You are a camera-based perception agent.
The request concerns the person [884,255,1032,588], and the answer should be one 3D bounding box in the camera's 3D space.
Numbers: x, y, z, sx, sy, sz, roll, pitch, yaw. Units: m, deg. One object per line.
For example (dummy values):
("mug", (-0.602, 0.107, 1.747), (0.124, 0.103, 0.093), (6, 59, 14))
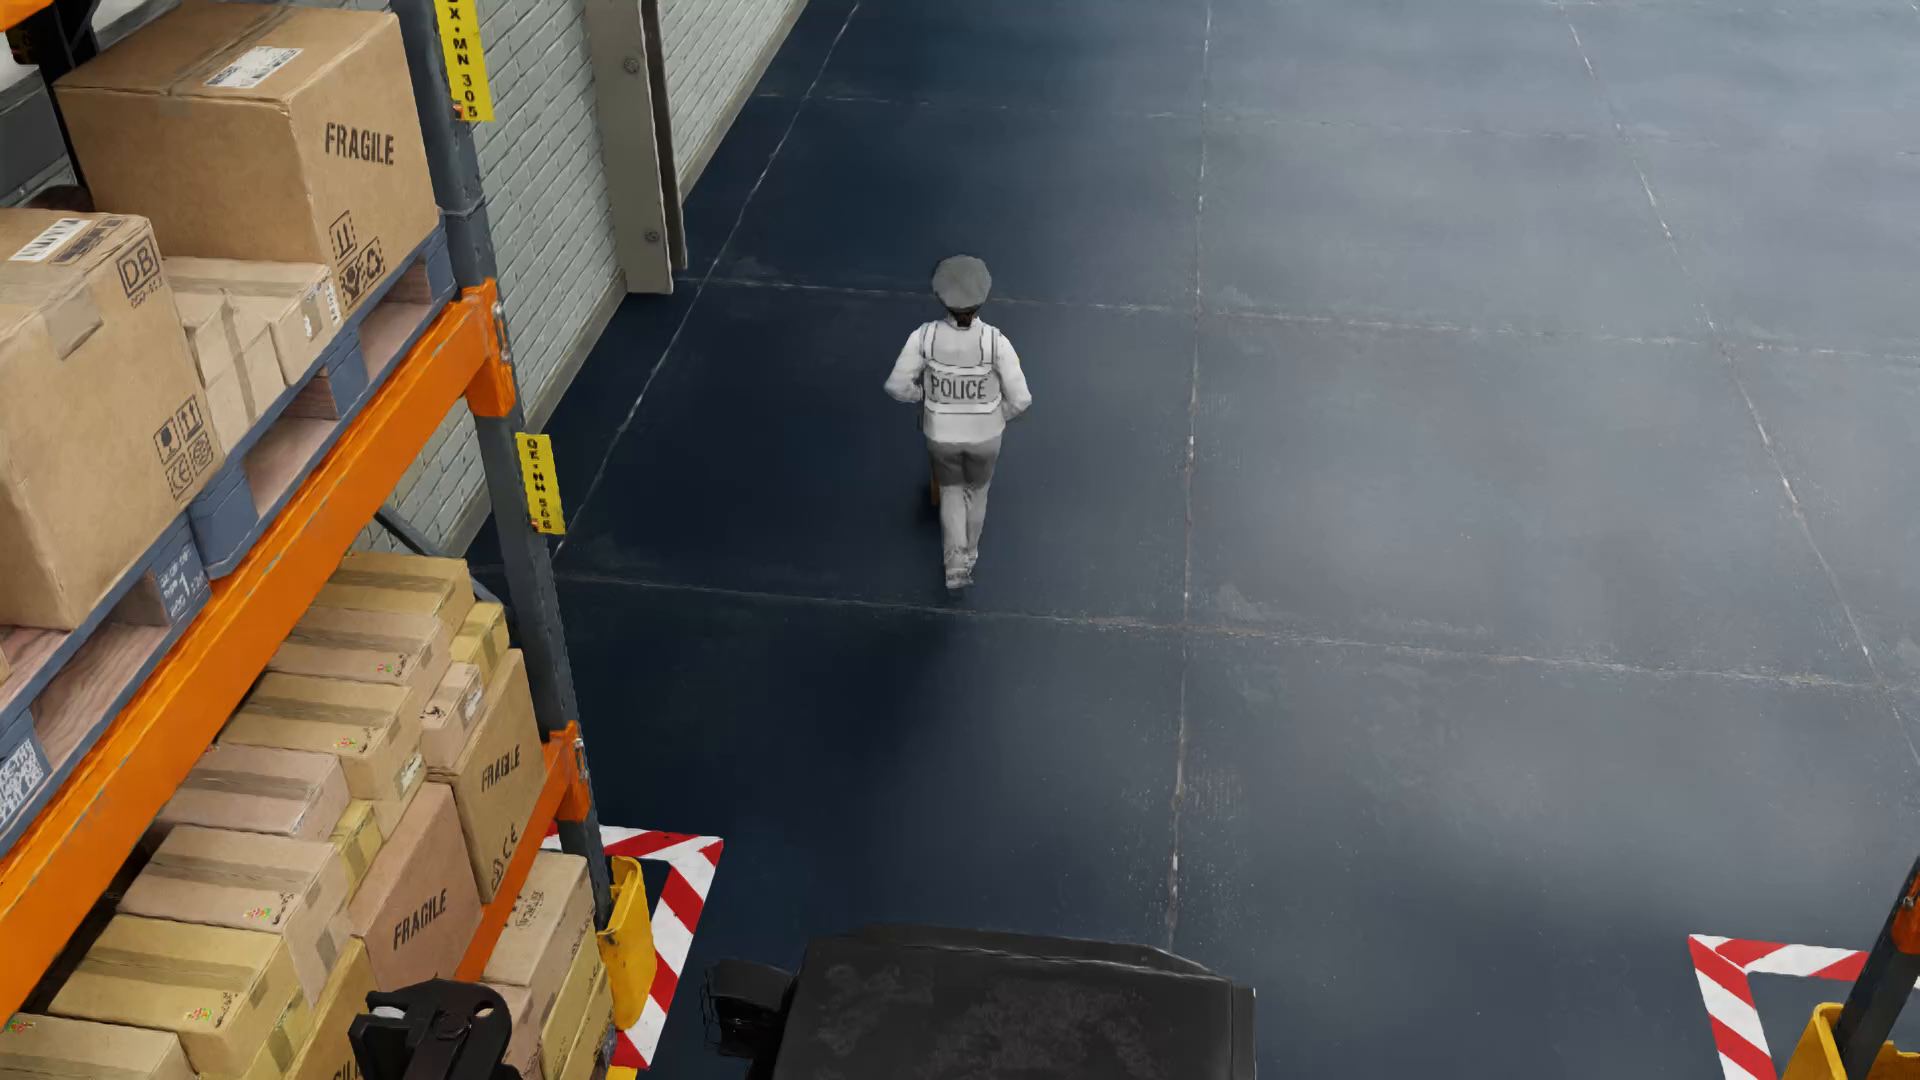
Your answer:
("person", (-0.003, -0.468, 7.275), (0.635, 1.662, 0.598), (4, 37, 5))
